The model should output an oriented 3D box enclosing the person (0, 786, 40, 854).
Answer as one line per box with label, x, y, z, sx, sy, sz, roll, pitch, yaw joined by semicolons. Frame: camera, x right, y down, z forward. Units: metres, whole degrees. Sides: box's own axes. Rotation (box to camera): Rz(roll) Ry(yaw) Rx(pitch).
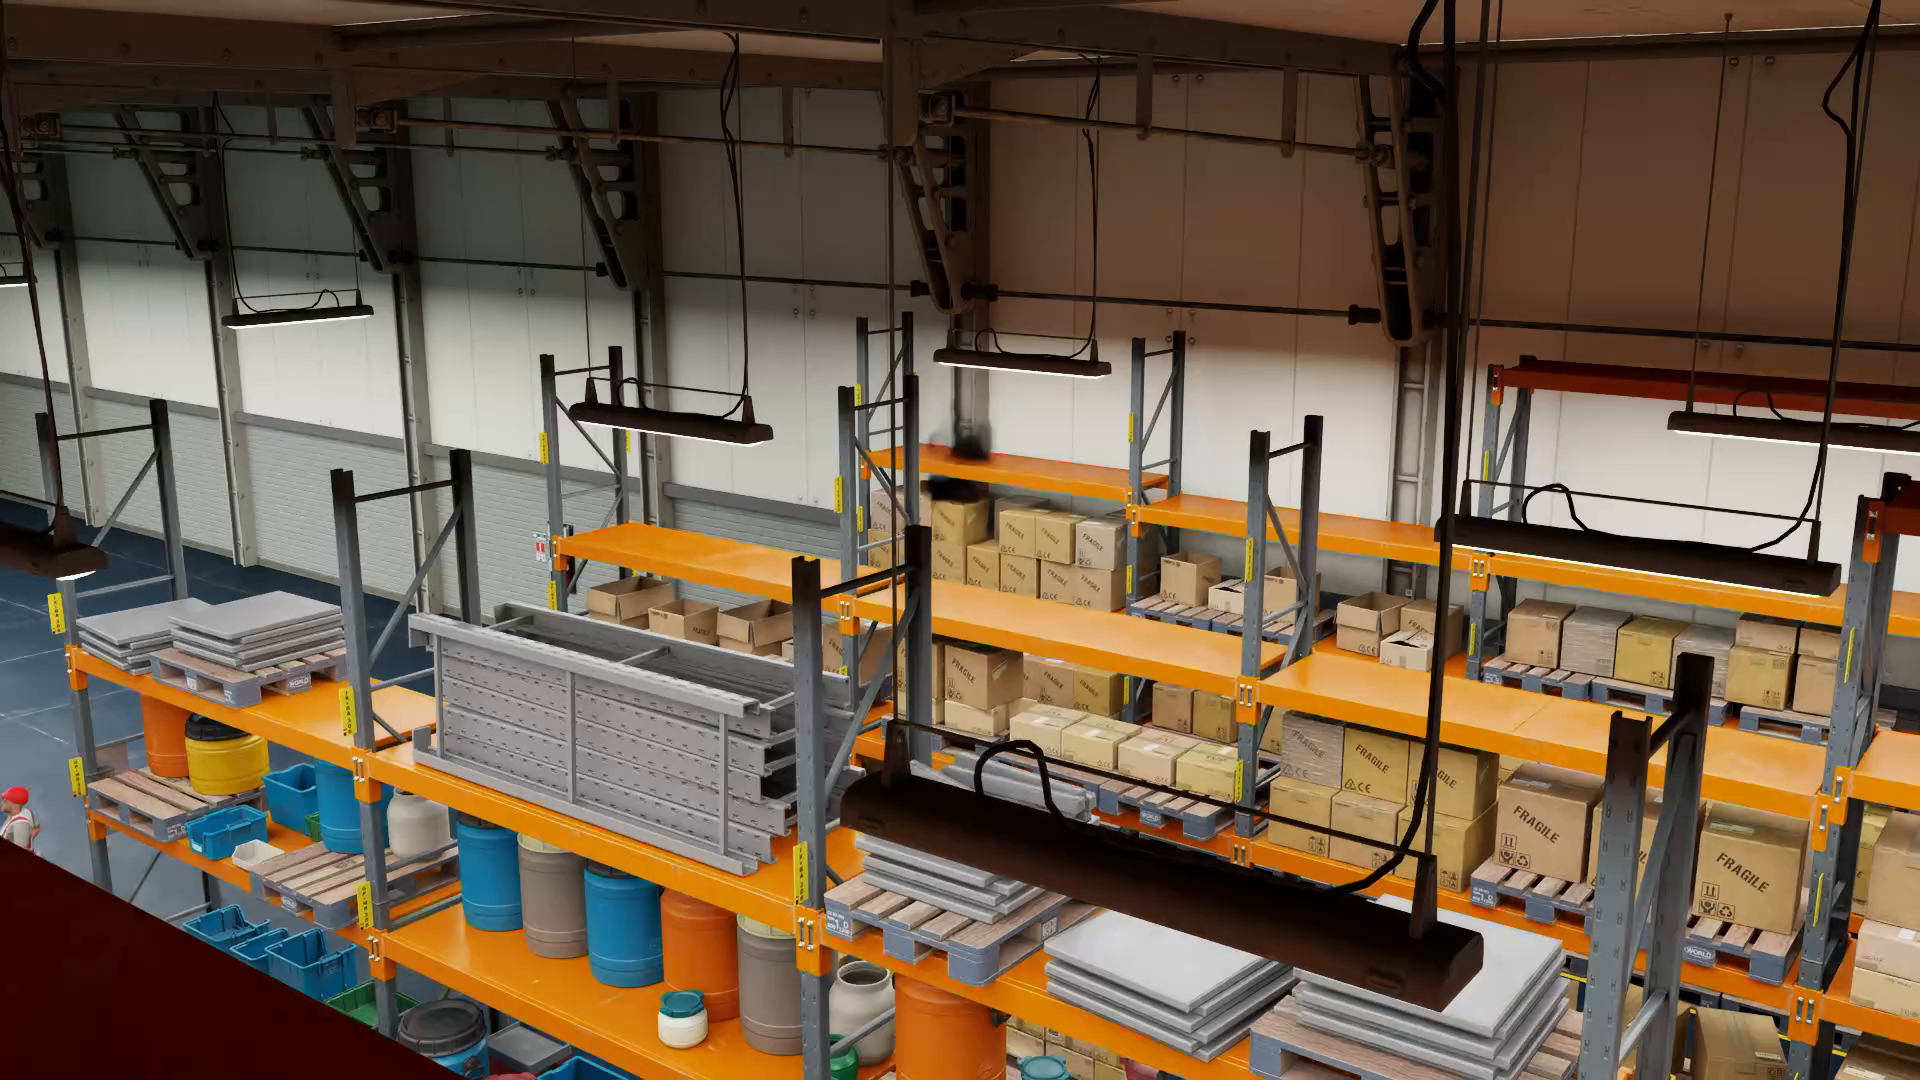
person;-9.551;3.346;16.955;0.868;1.760;0.668;-7;15;-28
